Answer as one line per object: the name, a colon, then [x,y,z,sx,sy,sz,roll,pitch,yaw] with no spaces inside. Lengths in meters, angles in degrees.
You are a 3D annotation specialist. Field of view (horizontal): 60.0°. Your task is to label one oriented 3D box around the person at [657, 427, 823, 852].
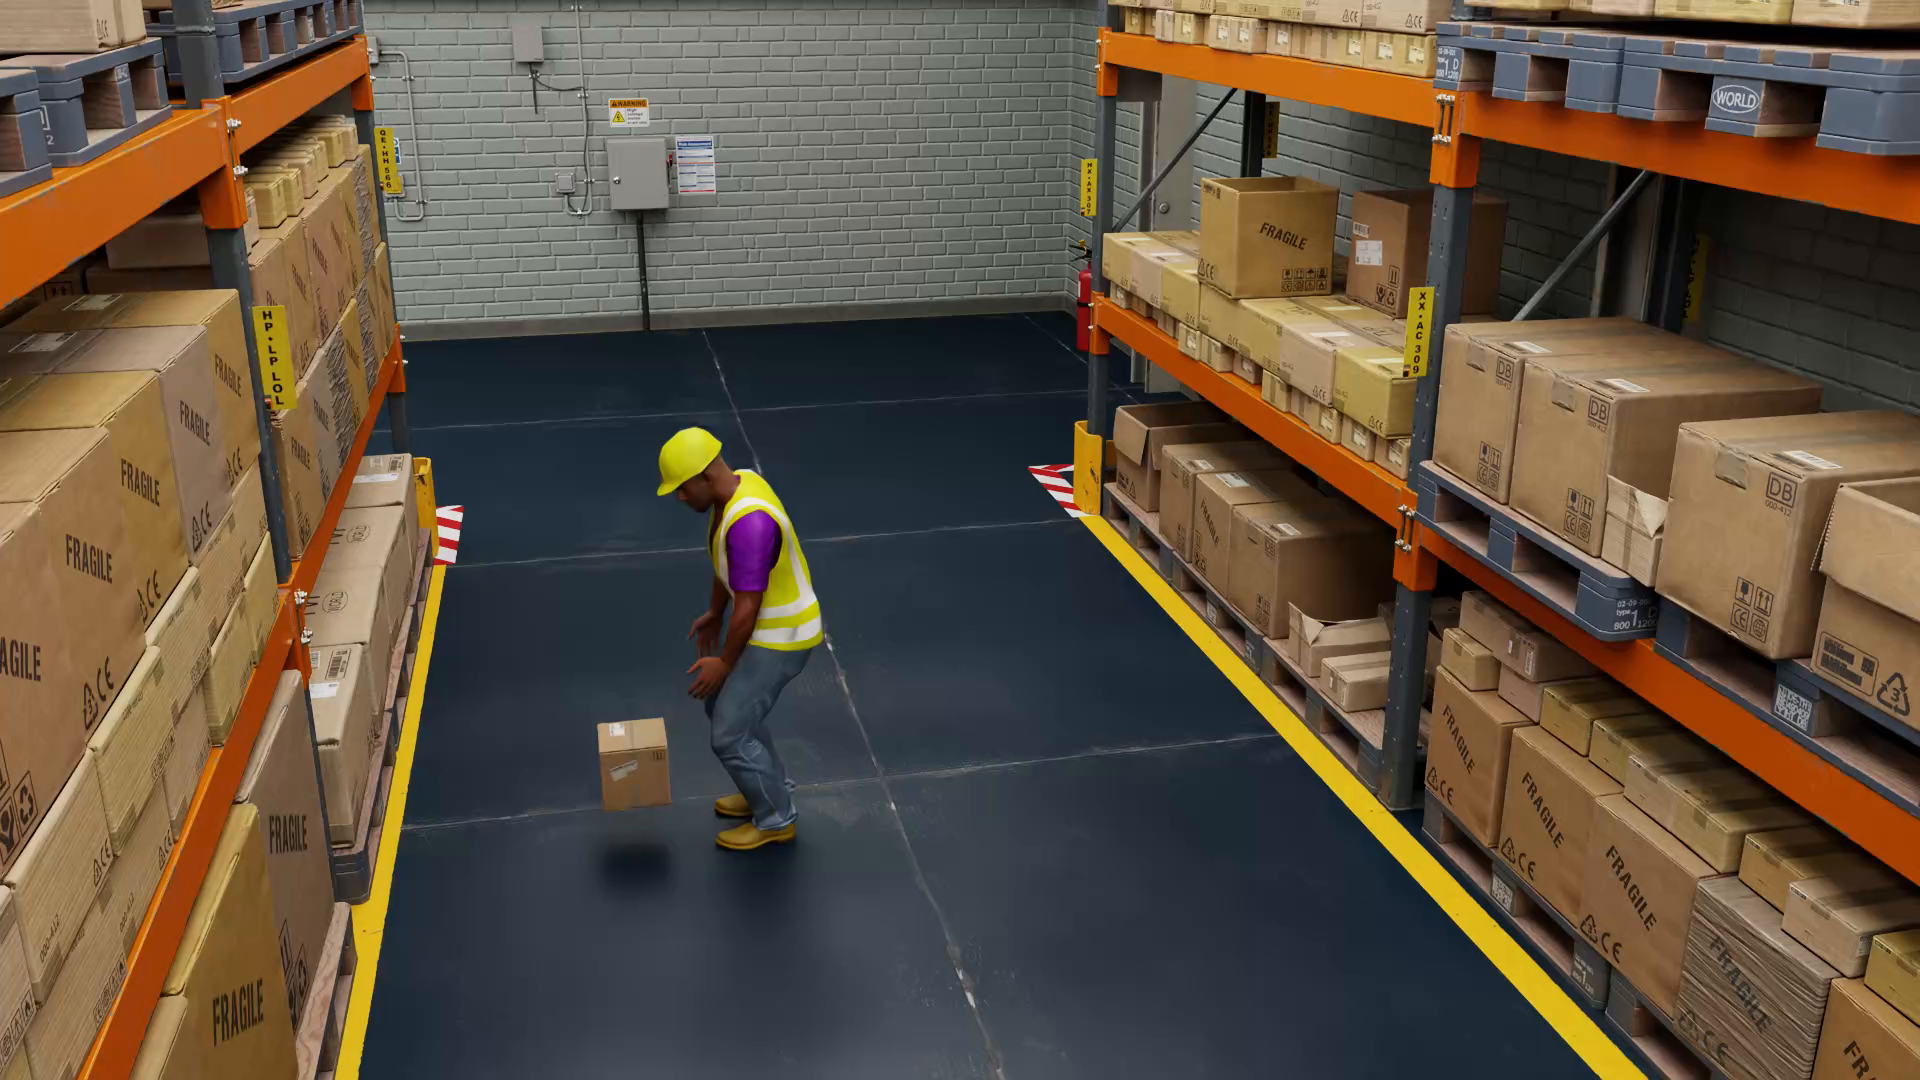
person: [-0.804,0.362,6.214,0.576,1.633,0.613,-4,20,-11]
